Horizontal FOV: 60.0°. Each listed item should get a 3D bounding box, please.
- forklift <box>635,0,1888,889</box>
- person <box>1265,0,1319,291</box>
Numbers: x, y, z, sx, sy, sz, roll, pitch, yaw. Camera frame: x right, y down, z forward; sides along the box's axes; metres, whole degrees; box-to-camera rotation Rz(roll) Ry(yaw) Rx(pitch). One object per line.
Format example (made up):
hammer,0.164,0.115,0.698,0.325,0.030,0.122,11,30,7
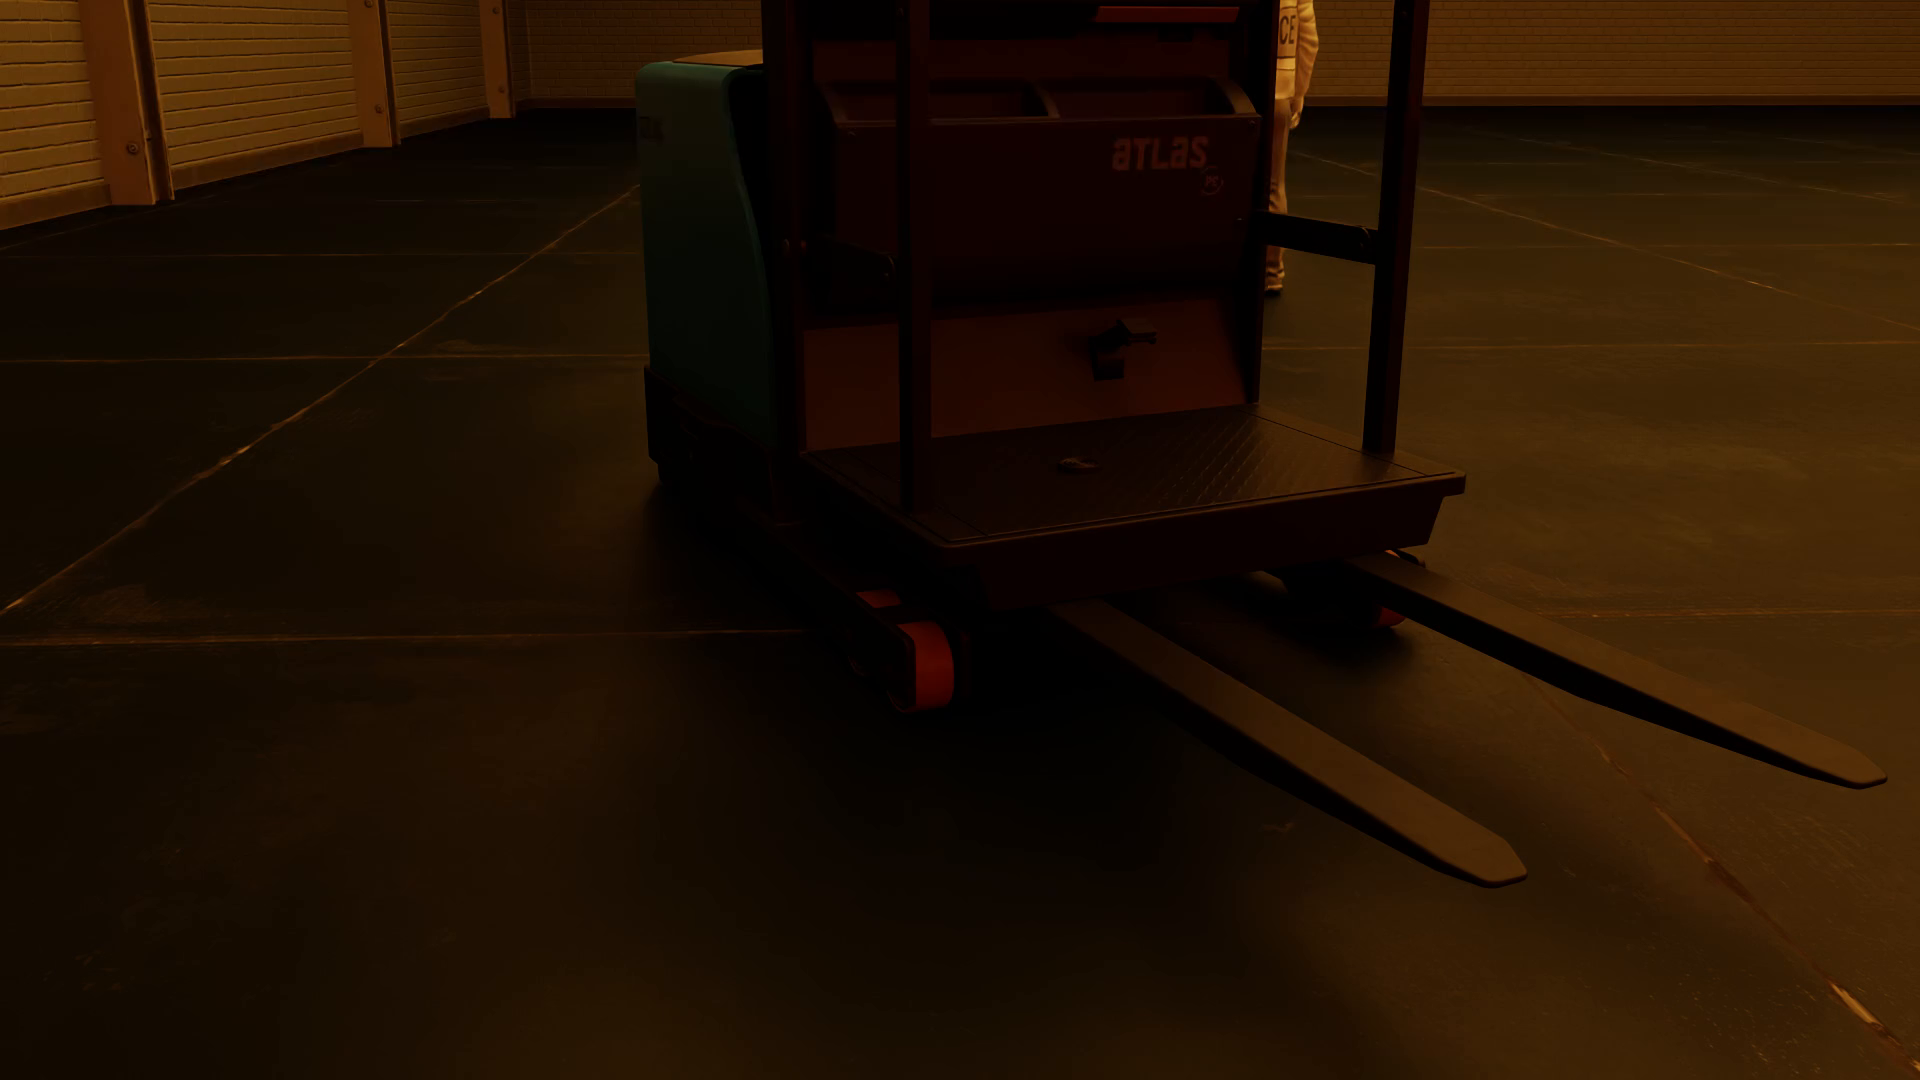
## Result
forklift,0.258,-1.240,2.962,1.130,2.935,3.031,-8,19,-24
person,1.241,-1.913,7.262,0.576,1.700,0.521,-6,18,-18
